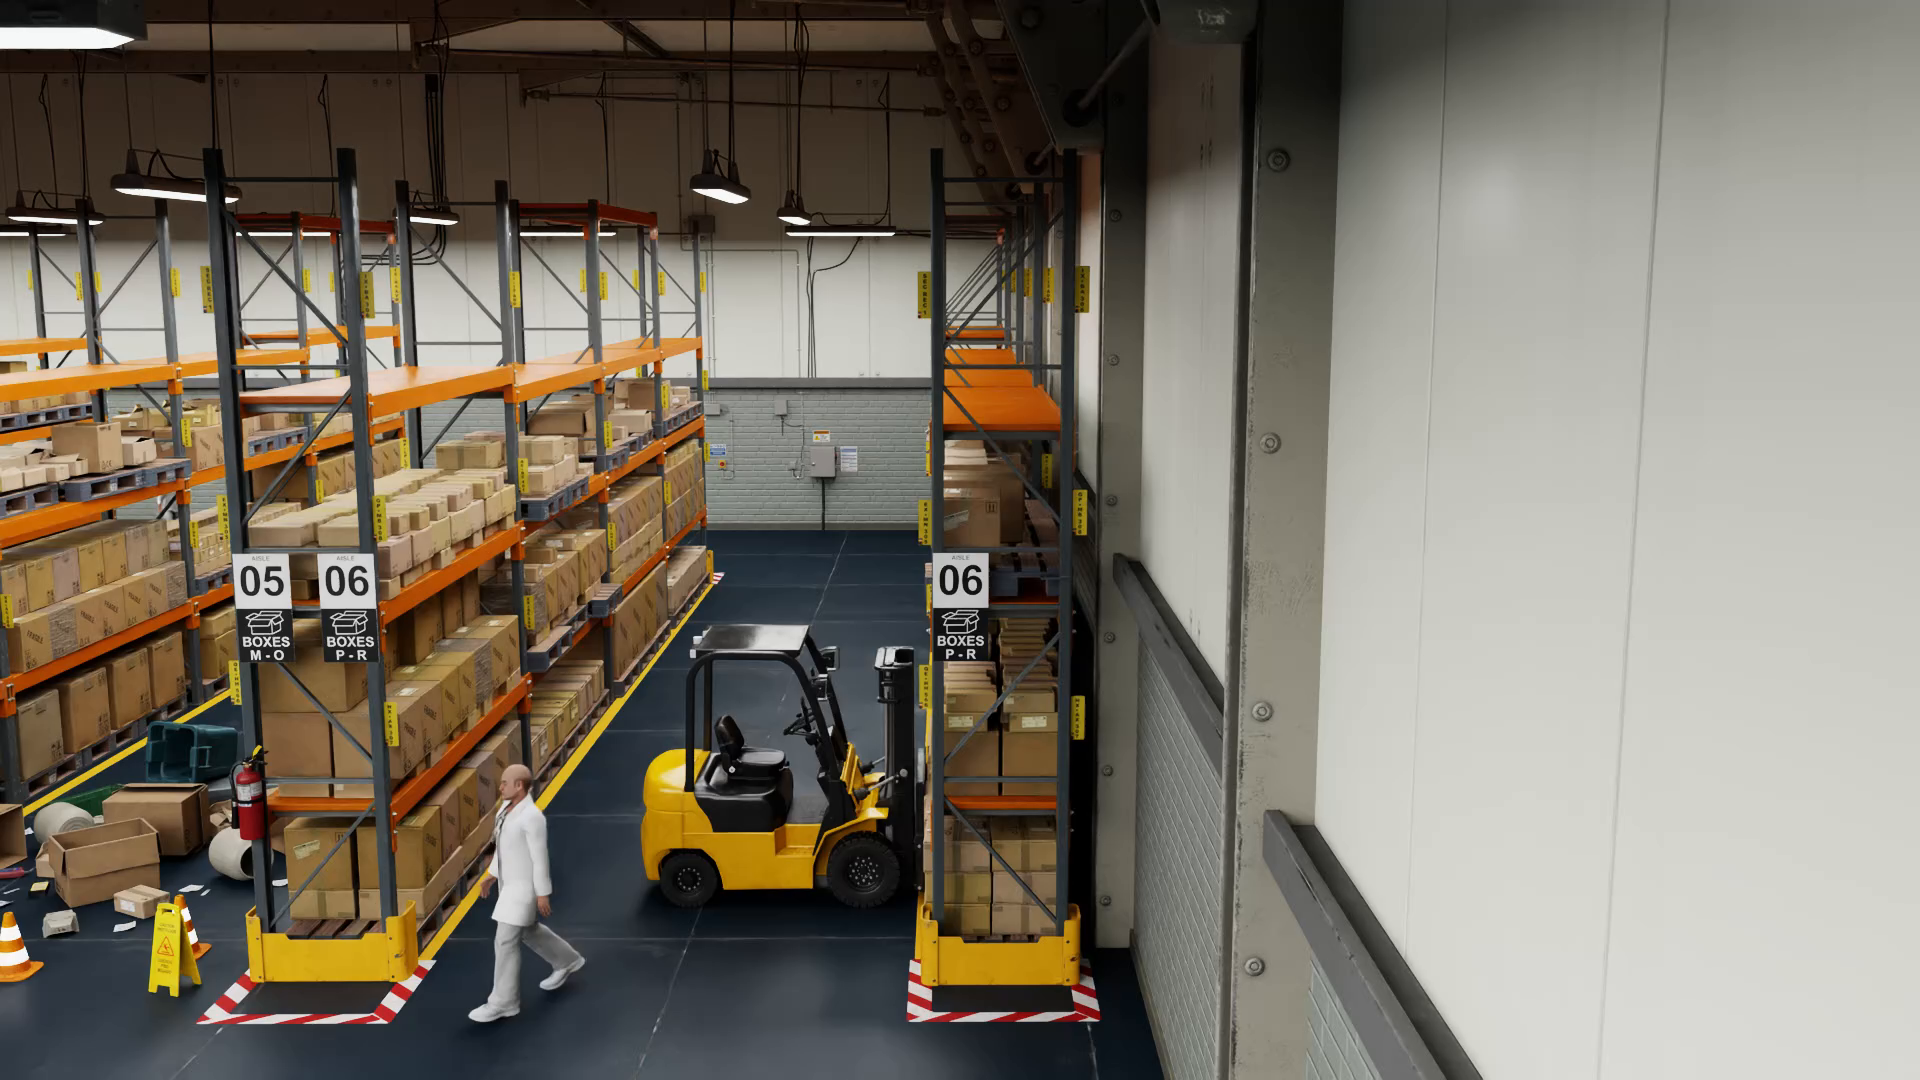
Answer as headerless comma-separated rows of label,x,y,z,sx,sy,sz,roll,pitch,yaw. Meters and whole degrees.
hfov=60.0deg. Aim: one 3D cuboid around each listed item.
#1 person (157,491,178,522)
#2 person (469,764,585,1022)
person,-14.711,-0.557,31.037,0.455,1.493,1.022,-5,11,-30
person,-3.085,2.435,11.760,0.930,1.755,0.560,-5,11,-30
